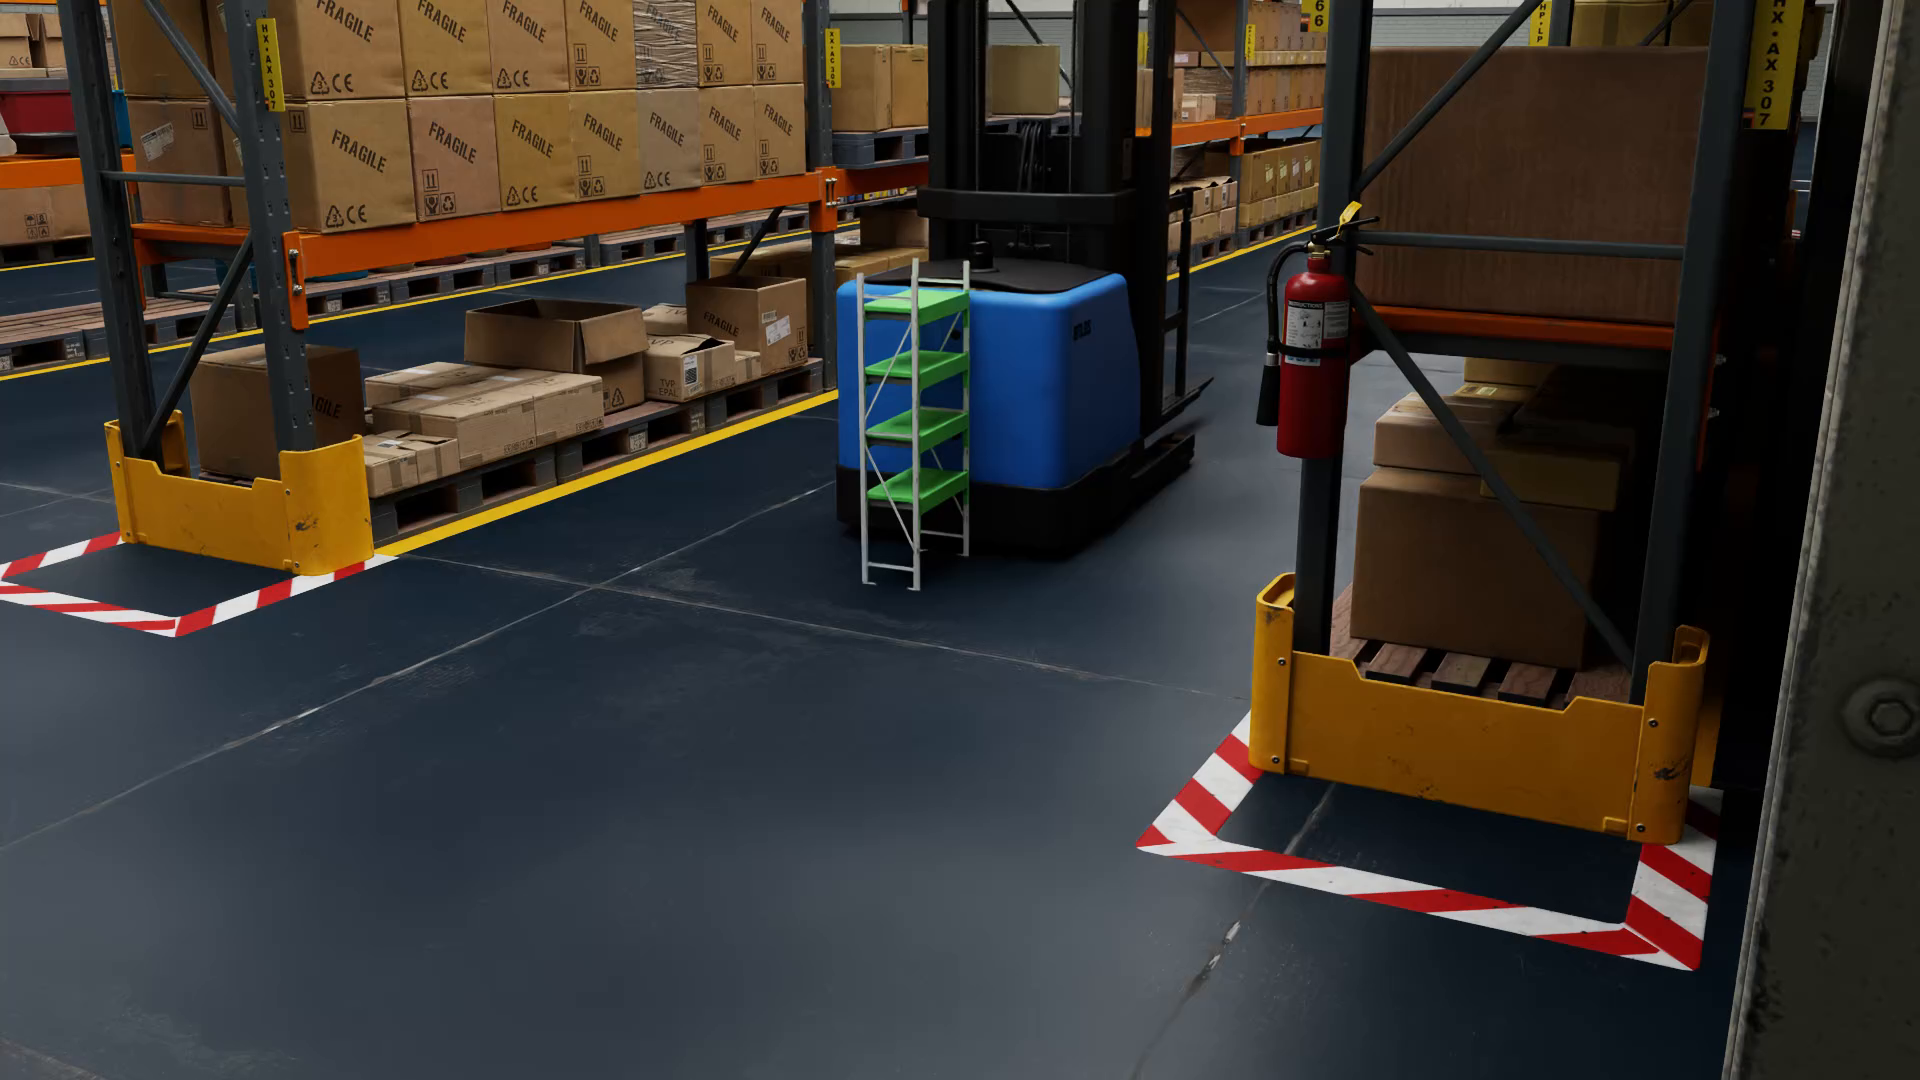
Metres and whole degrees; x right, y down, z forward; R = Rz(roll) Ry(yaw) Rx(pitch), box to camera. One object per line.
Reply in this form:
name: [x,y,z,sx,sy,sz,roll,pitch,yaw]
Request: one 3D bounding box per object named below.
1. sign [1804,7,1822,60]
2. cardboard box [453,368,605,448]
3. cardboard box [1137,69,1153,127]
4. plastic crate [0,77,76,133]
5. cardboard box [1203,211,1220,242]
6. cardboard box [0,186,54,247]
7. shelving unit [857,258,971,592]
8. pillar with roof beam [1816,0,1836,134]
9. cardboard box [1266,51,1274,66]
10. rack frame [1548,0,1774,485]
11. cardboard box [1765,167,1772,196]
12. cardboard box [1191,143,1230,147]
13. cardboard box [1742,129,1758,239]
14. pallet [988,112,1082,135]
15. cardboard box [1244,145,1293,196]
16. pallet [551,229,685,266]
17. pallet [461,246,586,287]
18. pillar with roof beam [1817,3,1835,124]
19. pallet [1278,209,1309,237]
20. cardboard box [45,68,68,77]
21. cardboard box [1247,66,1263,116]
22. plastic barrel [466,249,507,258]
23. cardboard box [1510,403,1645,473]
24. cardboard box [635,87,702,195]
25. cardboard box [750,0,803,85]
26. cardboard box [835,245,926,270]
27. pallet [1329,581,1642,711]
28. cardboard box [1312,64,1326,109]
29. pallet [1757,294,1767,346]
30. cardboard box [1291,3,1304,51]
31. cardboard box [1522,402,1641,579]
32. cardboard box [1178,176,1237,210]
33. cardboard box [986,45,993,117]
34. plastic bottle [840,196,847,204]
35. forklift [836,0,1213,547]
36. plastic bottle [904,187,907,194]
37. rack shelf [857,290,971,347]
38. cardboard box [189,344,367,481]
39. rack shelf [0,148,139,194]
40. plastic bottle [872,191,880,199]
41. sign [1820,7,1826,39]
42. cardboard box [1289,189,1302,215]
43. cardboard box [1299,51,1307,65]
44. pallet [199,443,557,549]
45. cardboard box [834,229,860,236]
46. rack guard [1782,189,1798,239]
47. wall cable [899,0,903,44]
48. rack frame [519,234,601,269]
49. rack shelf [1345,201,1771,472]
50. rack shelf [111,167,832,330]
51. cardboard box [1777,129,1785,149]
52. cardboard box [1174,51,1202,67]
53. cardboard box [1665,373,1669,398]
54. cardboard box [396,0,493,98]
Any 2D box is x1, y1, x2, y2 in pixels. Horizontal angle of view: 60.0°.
sign: [5.501,-3.281,10.768,0.100,0.325,0.005,8,18,25]
cardboard box: [-2.061,-0.637,7.957,0.500,0.250,0.500,8,18,25]
cardboard box: [1.540,-4.036,15.170,0.500,0.500,0.500,8,18,25]
plastic crate: [-6.270,-2.901,11.306,0.402,0.464,0.583,8,18,25]
cardboard box: [2.204,-3.056,16.136,0.500,0.250,0.500,8,18,25]
cardboard box: [-9.412,-3.243,15.670,1.225,0.875,0.875,7,18,23]
shelving unit: [-0.170,-0.457,6.455,0.258,1.200,0.503,7,18,22]
pillar with roof beam: [15.912,-14.082,38.630,9.100,9.000,0.400,8,18,25]
cardboard box: [3.106,-5.107,17.635,0.380,0.149,0.250,7,18,24]
rack frame: [3.216,-1.777,7.738,1.000,3.000,0.127,8,18,25]
cardboard box: [3.765,-1.780,8.155,0.380,0.149,0.250,8,18,24]
cardboard box: [2.823,-4.086,18.288,0.500,0.500,0.500,8,18,25]
cardboard box: [2.628,-1.599,6.613,0.980,0.700,0.700,8,18,24]
pallet: [0.330,-3.151,12.703,1.213,0.211,1.003,8,18,25]
cardboard box: [3.291,-4.019,18.063,0.500,0.500,0.500,8,18,25]
pallet: [-3.479,-2.912,16.457,1.003,0.211,1.213,8,18,25]
pallet: [-4.175,-2.513,15.115,1.003,0.211,1.213,8,18,25]
pillar with roof beam: [18.593,-15.610,43.775,9.100,9.000,0.400,8,18,25]
pallet: [3.294,-3.616,18.828,1.003,0.211,1.213,8,18,25]
cardboard box: [-8.747,-4.318,16.118,0.500,0.500,0.500,7,18,24]
cardboard box: [2.780,-4.741,17.541,0.700,0.500,0.500,8,18,25]
plastic barrel: [-4.236,-2.783,14.757,0.421,0.512,0.421,0,17,0]
cardboard box: [2.000,-0.335,5.396,0.380,0.149,0.250,8,18,26]
cardboard box: [-1.668,-2.031,8.419,0.500,0.500,0.500,9,19,27]
cardboard box: [-1.212,-2.771,9.155,0.500,0.500,0.500,8,18,26]
cardboard box: [-0.555,-1.648,10.922,0.500,0.500,0.500,8,18,26]
pallet: [1.716,0.365,5.424,1.003,0.211,1.213,8,18,25]
cardboard box: [3.925,-5.393,19.738,0.700,0.500,0.500,8,18,25]
pallet: [5.354,-1.658,12.235,1.003,0.211,1.213,8,18,25]
cardboard box: [3.446,-5.738,18.622,0.700,0.500,0.500,8,18,26]
cardboard box: [2.099,-0.208,6.108,0.700,0.500,0.500,7,18,24]
cardboard box: [2.433,-3.456,16.499,0.500,0.311,0.500,8,18,25]
cardboard box: [-0.190,-3.291,11.922,0.700,0.500,0.500,12,21,36]
plastic bottle: [-1.418,-4.091,19.542,0.152,0.276,0.135,9,19,27]
forklift: [0.518,-1.752,7.776,1.130,2.935,3.031,7,18,22]
plastic bottle: [-0.714,-4.440,20.846,0.097,0.201,0.097,0,17,0]
rack shelf: [-0.170,-0.856,6.337,0.258,0.148,0.480,7,18,22]
cardboard box: [-2.982,-0.570,7.291,0.500,0.500,0.500,8,18,25]
rack shelf: [-6.541,-2.183,10.369,1.077,0.370,4.000,8,18,25]
plastic bottle: [-1.066,-4.325,20.198,0.144,0.351,0.185,8,18,25]
sign: [9.065,-5.464,17.564,0.100,0.325,0.005,8,18,25]
cardboard box: [3.510,-3.788,18.601,0.500,0.250,0.500,8,18,25]
cardboard box: [3.683,-5.437,18.747,0.380,0.149,0.250,9,19,27]
pallet: [-2.615,-0.273,7.573,1.003,0.211,1.213,8,18,25]
cardboard box: [-0.575,-1.963,11.983,0.500,0.500,0.500,7,18,24]
rack guard: [8.544,-3.616,18.320,1.175,0.500,0.348,8,18,25]
wall cable: [-3.237,-18.164,57.826,3.097,2.526,0.112,8,18,25]
rack frame: [-3.860,-4.056,15.412,1.000,3.000,0.127,8,18,25]
rack shelf: [2.322,-0.922,6.125,1.077,0.370,4.000,8,18,25]
rack shelf: [-2.111,-1.552,8.244,1.077,0.370,4.000,8,18,25]
cardboard box: [4.340,-2.453,9.283,0.500,0.500,0.500,9,19,27]
cardboard box: [2.287,-4.899,16.936,0.380,0.149,0.250,8,18,25]
cardboard box: [2.568,-0.659,6.488,0.380,0.149,0.250,8,18,26]
cardboard box: [-2.344,-2.128,6.989,0.500,0.500,0.500,8,18,26]
